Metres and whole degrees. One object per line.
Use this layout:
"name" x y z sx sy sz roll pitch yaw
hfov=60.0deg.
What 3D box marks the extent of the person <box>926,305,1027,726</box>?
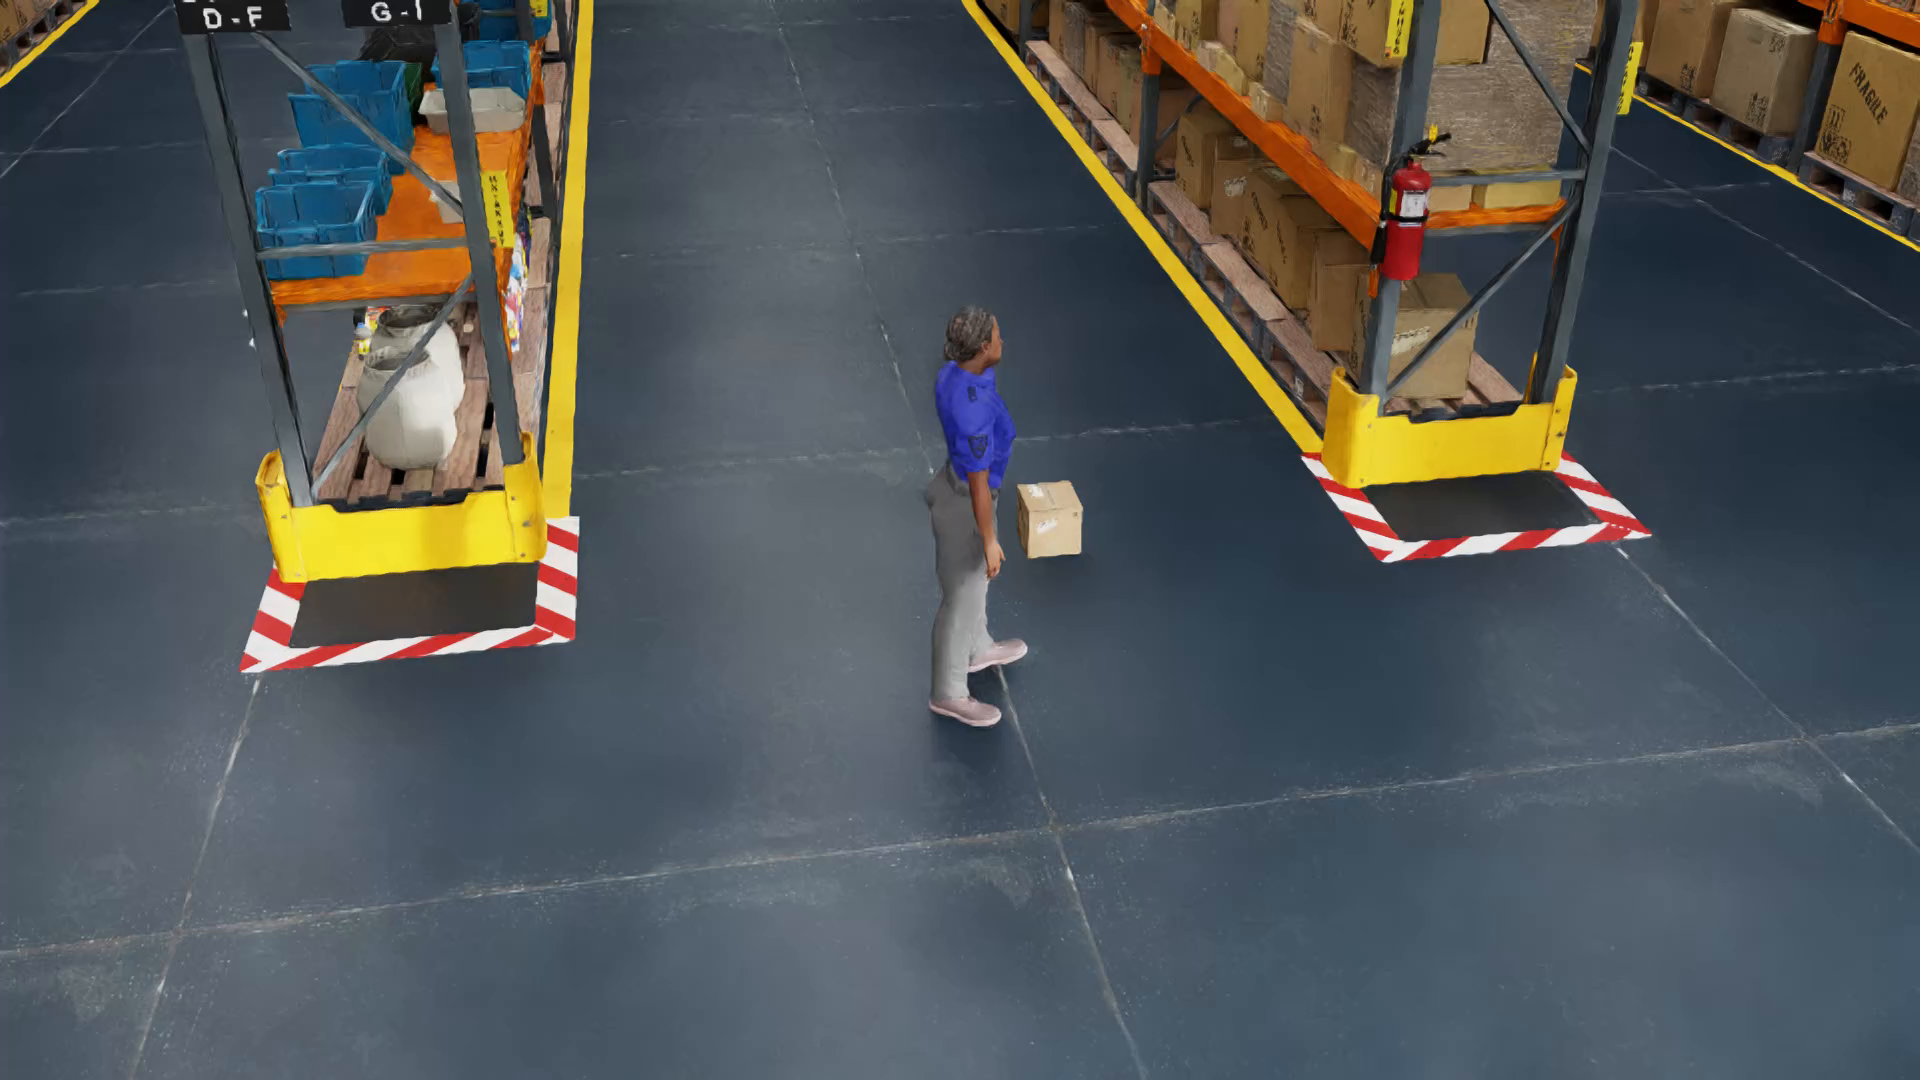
"person" 0.081 -0.112 6.290 0.451 1.660 0.527 -5 31 -8
